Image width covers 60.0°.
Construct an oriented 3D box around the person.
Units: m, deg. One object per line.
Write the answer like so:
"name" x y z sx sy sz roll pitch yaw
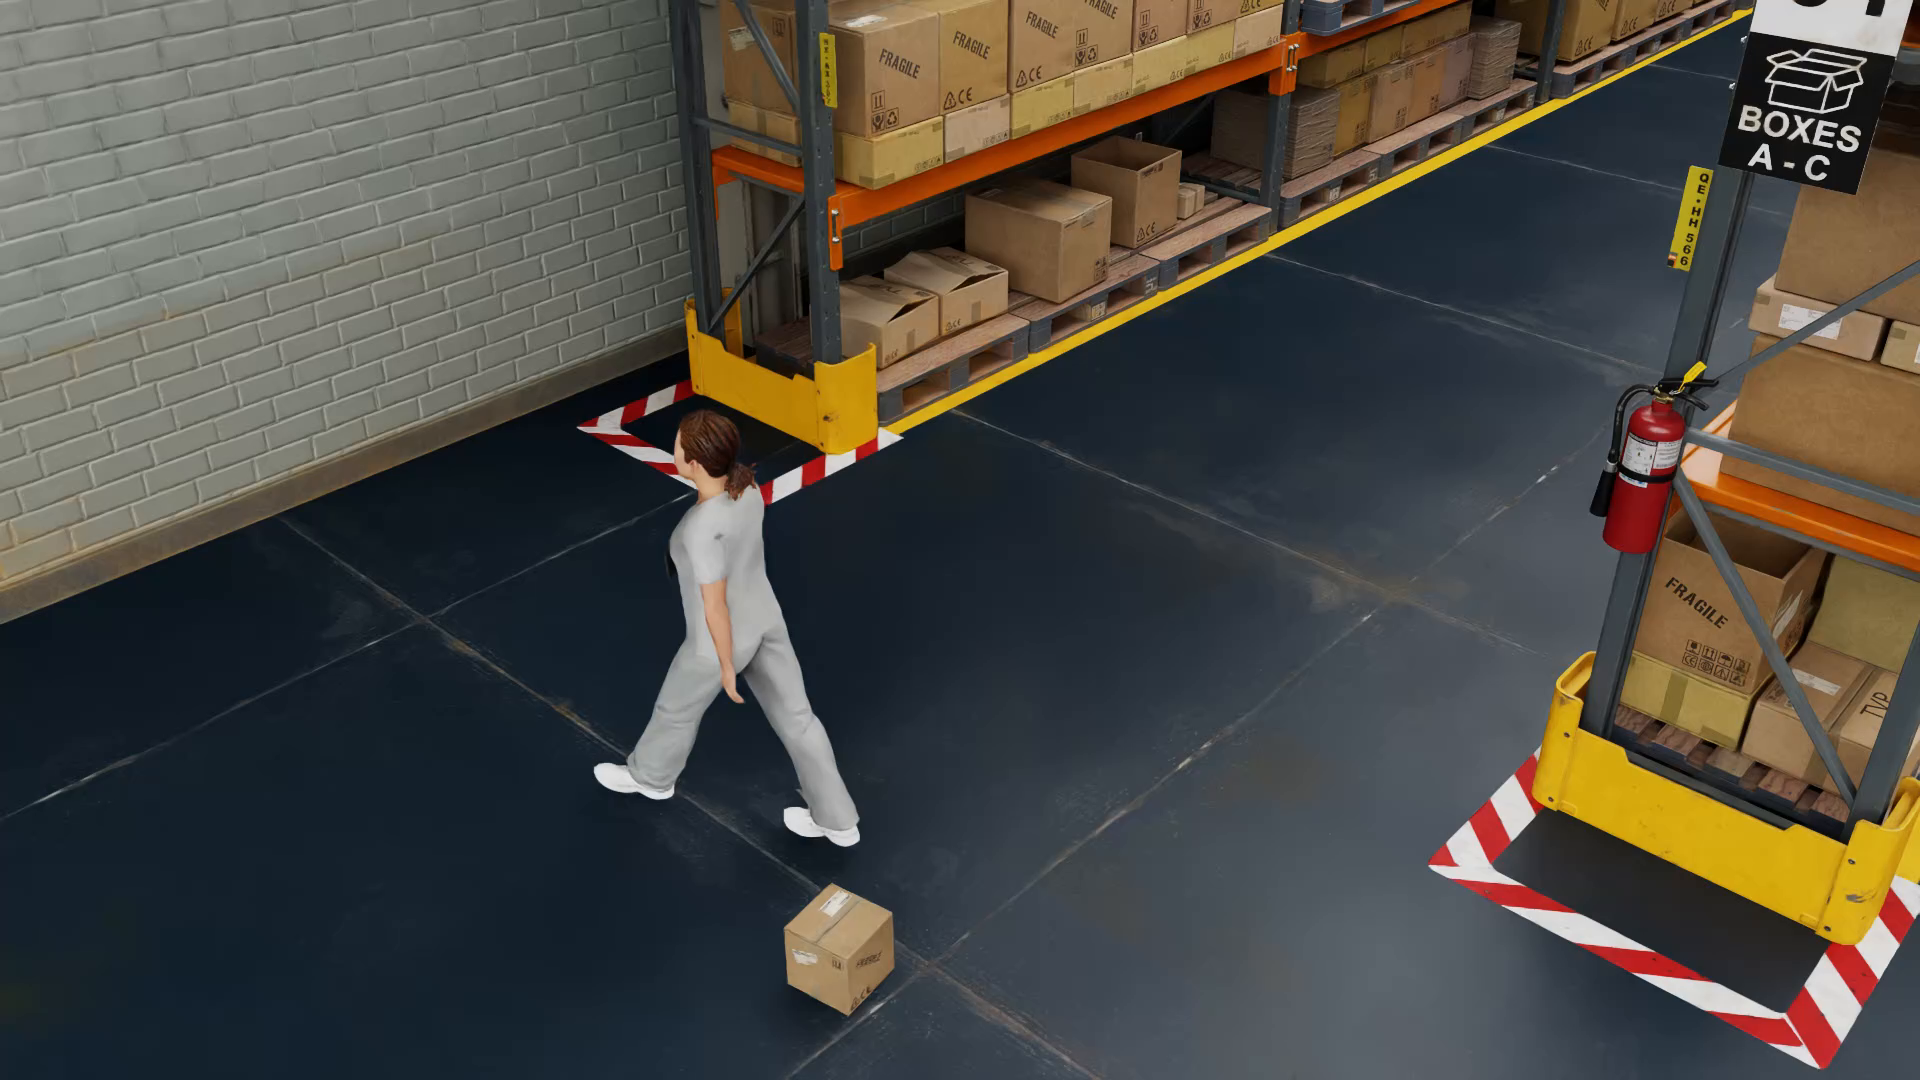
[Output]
"person" -0.818 0.282 5.666 1.042 1.594 0.446 16 35 24
